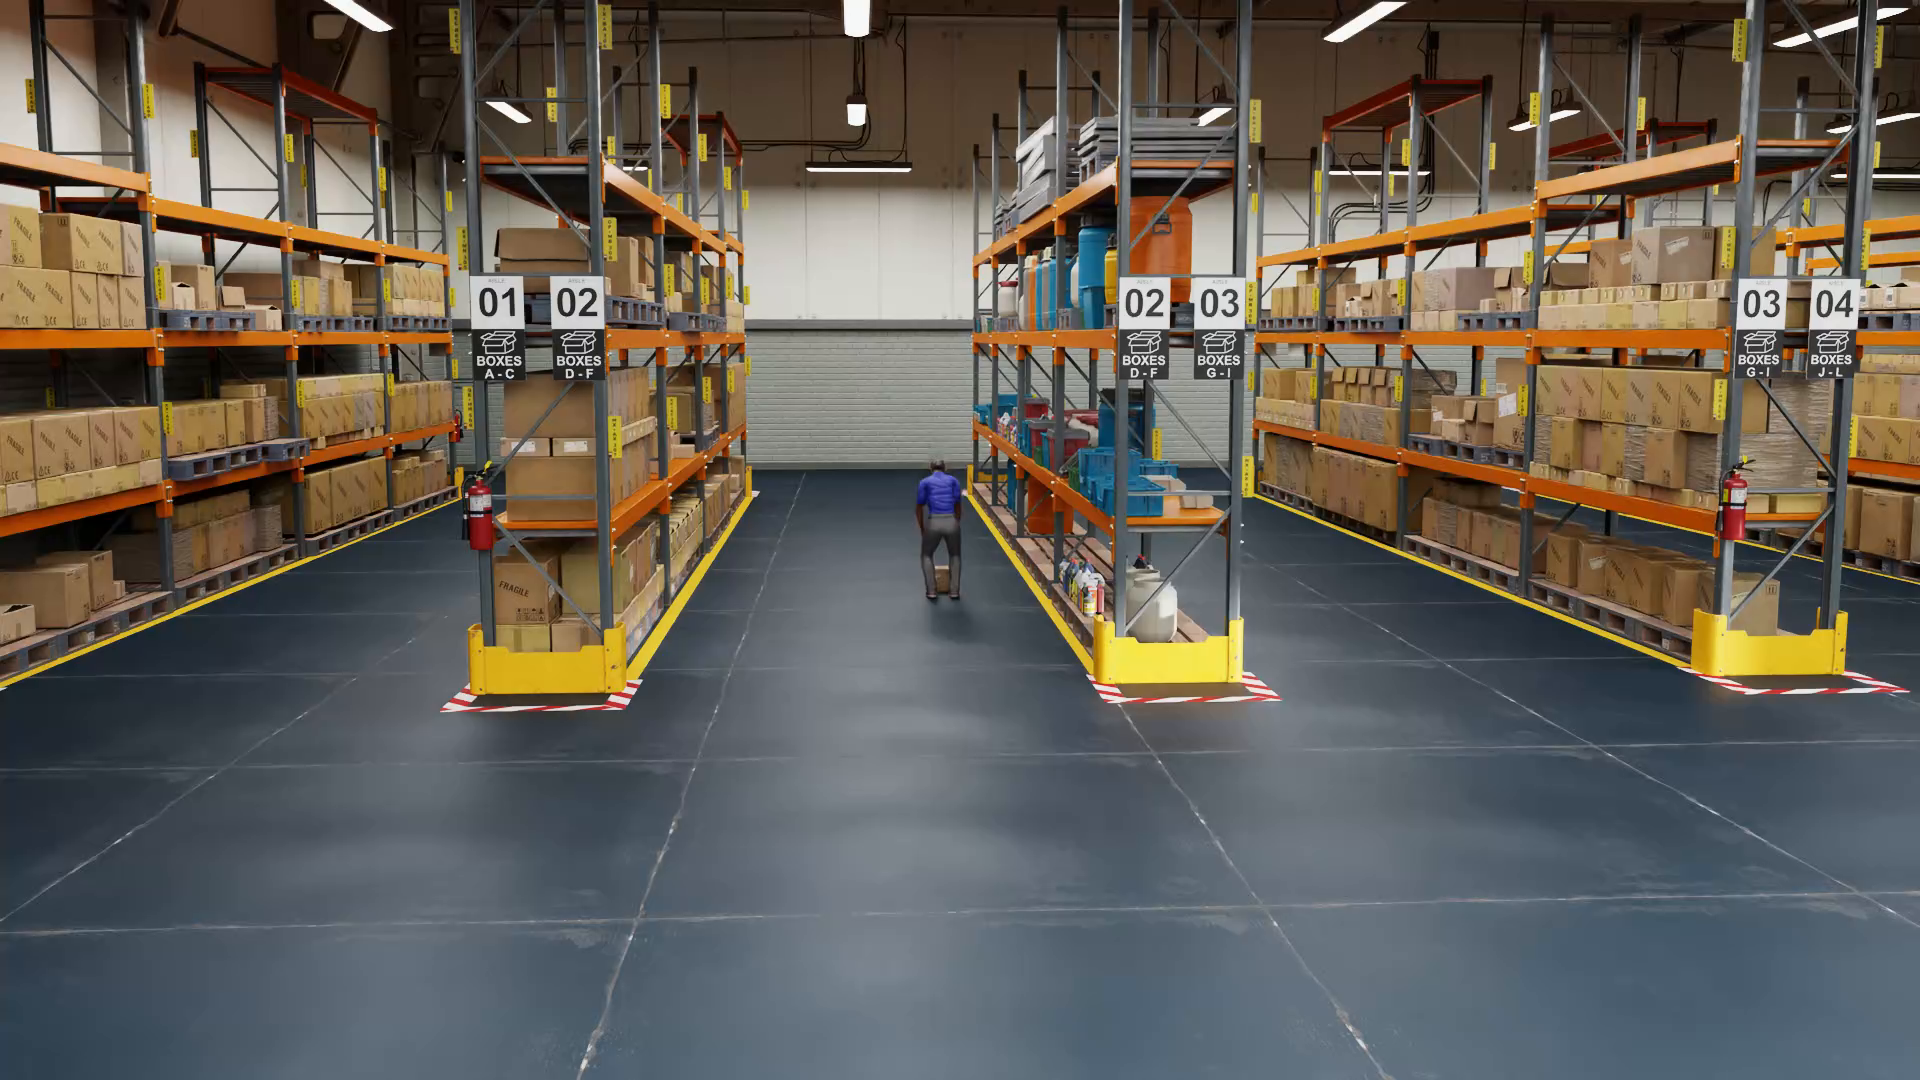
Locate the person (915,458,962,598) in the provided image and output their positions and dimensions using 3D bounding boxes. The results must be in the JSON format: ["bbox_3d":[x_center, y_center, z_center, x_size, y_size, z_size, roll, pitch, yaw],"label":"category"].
[{"bbox_3d":[-0.224,-0.116,17.581,0.490,1.464,0.556,0,7,-3],"label":"person"}]
